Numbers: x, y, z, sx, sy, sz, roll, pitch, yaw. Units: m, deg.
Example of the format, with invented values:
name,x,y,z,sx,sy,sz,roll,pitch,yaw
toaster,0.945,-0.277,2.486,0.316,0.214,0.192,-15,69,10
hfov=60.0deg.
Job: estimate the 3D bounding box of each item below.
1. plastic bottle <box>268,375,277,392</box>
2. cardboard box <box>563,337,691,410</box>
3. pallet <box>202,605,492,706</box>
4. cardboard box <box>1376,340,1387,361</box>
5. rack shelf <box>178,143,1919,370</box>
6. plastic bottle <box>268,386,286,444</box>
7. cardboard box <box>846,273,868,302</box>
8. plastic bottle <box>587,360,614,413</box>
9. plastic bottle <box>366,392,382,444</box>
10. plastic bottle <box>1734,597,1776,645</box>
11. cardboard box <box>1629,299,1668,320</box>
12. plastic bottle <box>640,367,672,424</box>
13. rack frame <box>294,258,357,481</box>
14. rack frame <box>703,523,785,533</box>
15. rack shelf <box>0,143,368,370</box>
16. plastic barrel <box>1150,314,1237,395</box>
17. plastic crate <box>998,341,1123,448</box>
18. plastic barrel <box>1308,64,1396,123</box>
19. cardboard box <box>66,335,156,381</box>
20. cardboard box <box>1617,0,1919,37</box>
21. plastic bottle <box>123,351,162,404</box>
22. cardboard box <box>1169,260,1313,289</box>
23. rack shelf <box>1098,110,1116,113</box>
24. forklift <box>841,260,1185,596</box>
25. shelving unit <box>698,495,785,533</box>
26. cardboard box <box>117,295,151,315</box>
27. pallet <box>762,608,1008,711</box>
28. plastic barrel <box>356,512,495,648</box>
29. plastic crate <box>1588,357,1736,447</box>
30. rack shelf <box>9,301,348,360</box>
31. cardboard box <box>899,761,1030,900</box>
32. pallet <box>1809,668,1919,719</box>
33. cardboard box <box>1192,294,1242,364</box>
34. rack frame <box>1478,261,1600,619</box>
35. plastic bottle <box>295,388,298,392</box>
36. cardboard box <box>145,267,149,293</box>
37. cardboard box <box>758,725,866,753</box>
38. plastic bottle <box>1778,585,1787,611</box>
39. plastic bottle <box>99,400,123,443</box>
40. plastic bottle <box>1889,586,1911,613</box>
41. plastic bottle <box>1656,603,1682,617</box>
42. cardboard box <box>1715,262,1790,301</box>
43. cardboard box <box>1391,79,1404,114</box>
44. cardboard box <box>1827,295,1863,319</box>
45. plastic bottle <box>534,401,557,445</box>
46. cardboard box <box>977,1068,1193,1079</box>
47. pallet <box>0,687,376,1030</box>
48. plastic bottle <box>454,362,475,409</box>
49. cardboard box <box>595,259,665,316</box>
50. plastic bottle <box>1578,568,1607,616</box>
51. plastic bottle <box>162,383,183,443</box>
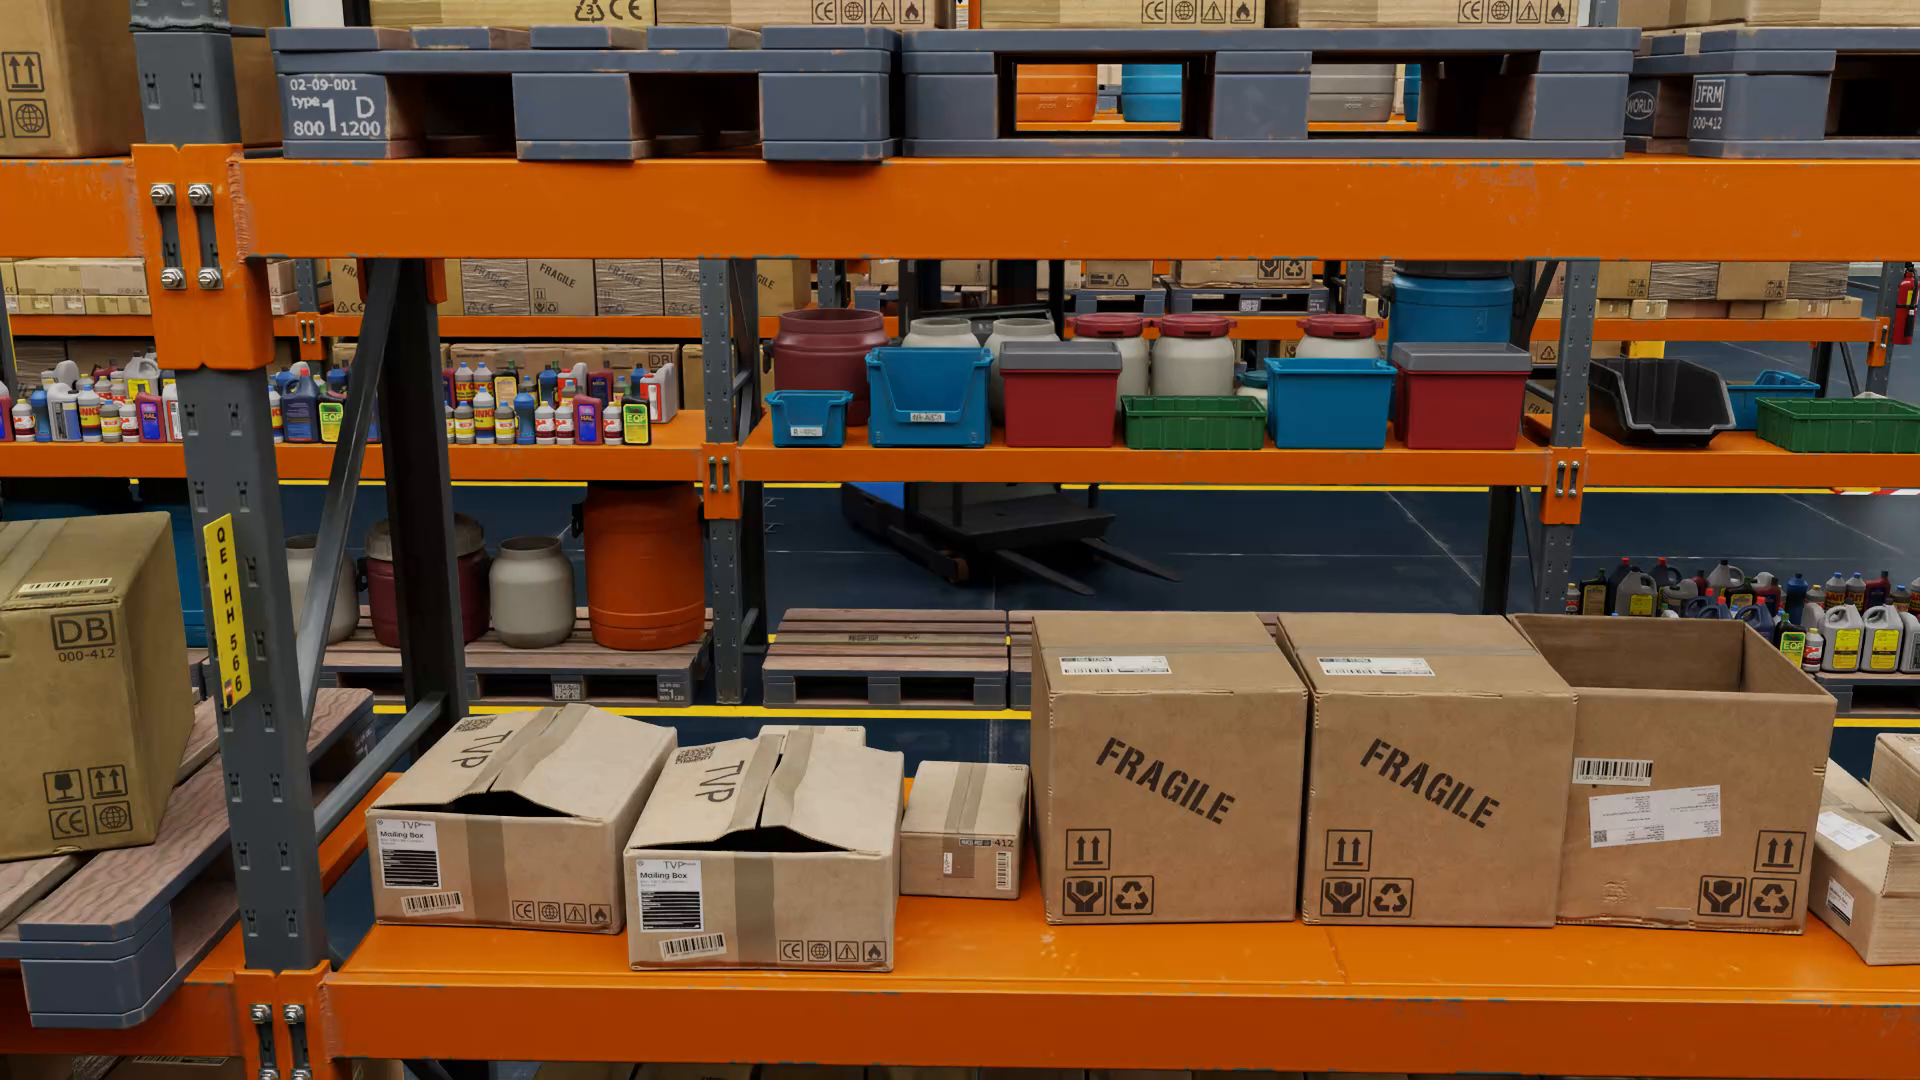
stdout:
name,x,y,z,sx,sy,sz,roll,pitch,yaw
plastic bottle,-3.608,-0.767,8.756,0.097,0.201,0.097,0,15,0
cardboard box,-2.585,-1.214,13.401,0.875,0.875,1.225,0,15,2
pallet,-3.137,0.588,8.698,1.213,0.211,1.003,0,15,1
cardboard box,4.749,-2.407,17.926,0.875,0.875,0.875,0,15,2
rack shelf,0.737,-0.583,3.202,4.000,0.370,1.077,0,15,1
plastic bottle,-3.307,-0.605,8.005,0.097,0.271,0.097,0,15,0
cardboard box,-1.440,-3.749,23.011,0.875,0.875,0.875,0,15,1
plastic bottle,-1.883,-0.800,8.720,0.133,0.283,0.061,0,15,1
plastic bottle,-2.848,-0.646,8.006,0.185,0.351,0.144,0,15,1
plastic bottle,3.852,0.449,8.087,0.185,0.351,0.144,0,15,-1
cardboard box,5.200,-1.779,12.695,0.250,0.149,0.380,0,15,1
plastic bottle,-1.560,-0.744,8.522,0.135,0.276,0.152,0,15,1
rack frame,-5.004,-2.046,13.216,0.127,3.000,1.000,0,15,1
rack frame,-1.842,-0.107,11.721,1.200,0.006,0.240,2,15,10
rack shelf,-3.261,-0.610,3.301,4.000,0.370,1.077,0,15,1
plastic barrel,1.183,-0.864,8.467,0.433,0.535,0.433,0,15,0
plastic crate,0.476,-0.700,7.986,0.583,0.464,0.402,0,15,1
plastic barrel,1.699,-2.376,7.603,0.600,0.901,0.600,0,15,0
cardboard box,-6.561,-1.253,13.550,0.875,0.875,0.875,0,15,1
cardboard box,1.572,-1.058,3.062,0.500,0.250,0.500,-1,15,-4
plastic bottle,-4.207,-0.800,8.589,0.185,0.351,0.144,0,15,1
cardboard box,2.203,-2.528,13.043,1.000,1.000,1.000,0,15,2
rack shelf,1.222,-4.374,17.569,4.000,0.370,1.077,0,15,1
forklift,0.295,-1.275,10.427,1.130,2.935,3.031,-8,17,-27
shelving unit,-1.843,-0.196,11.698,1.200,0.189,0.258,2,15,10
cardboard box,-6.346,-1.850,12.964,0.250,0.149,0.380,1,15,2
pallet,-0.358,0.606,8.629,1.213,0.211,1.003,0,15,1
plastic barrel,-2.750,0.200,8.607,0.708,0.588,0.600,0,15,1
plastic crate,3.387,-0.665,8.103,0.504,0.338,0.767,0,15,1
rack shelf,-7.003,-1.712,13.357,4.000,0.370,1.077,0,15,1
cardboard box,0.014,0.621,3.597,0.250,0.149,0.380,1,15,6
pallet,4.760,0.639,8.503,1.213,0.211,1.003,0,15,1
cardboard box,2.598,-2.355,17.972,0.750,0.750,1.050,0,15,1
rack frame,2.867,-0.731,8.231,0.127,3.000,1.000,0,15,1
plastic bottle,-3.206,-0.641,8.142,0.097,0.271,0.097,0,15,0
cardboard box,-5.969,-2.056,12.965,0.500,0.250,0.500,1,15,3
cardboard box,-0.356,0.563,3.819,0.250,0.149,0.380,0,15,1
plastic bottle,4.314,0.339,8.798,0.097,0.201,0.097,0,15,0
plastic bottle,-4.099,-0.576,8.034,0.097,0.201,0.097,0,15,0
plastic bottle,4.958,0.343,8.782,0.097,0.201,0.097,0,15,0
plastic bottle,3.500,0.451,8.211,0.133,0.283,0.061,0,15,1
cardboard box,5.940,-2.144,12.806,0.500,0.500,0.875,0,15,1
cardboard box,3.437,-3.304,12.396,0.500,0.250,0.500,0,15,-1
cardboard box,6.702,-1.796,12.759,0.250,0.149,0.380,0,15,1
plastic bottle,-1.990,-0.562,7.981,0.097,0.201,0.097,0,15,0
cardboard box,0.292,1.308,3.971,0.500,0.311,0.500,0,15,1
pallet,-1.941,0.612,3.515,1.003,0.211,1.213,0,15,1
plastic bottle,-2.595,-0.794,8.722,0.097,0.271,0.097,0,15,0
cardboard box,-2.522,-2.016,12.905,0.500,0.500,0.500,0,15,0
plastic bottle,3.356,0.289,8.828,0.133,0.283,0.061,1,15,4
plastic bottle,-3.752,-0.617,8.042,0.135,0.276,0.152,0,15,1
